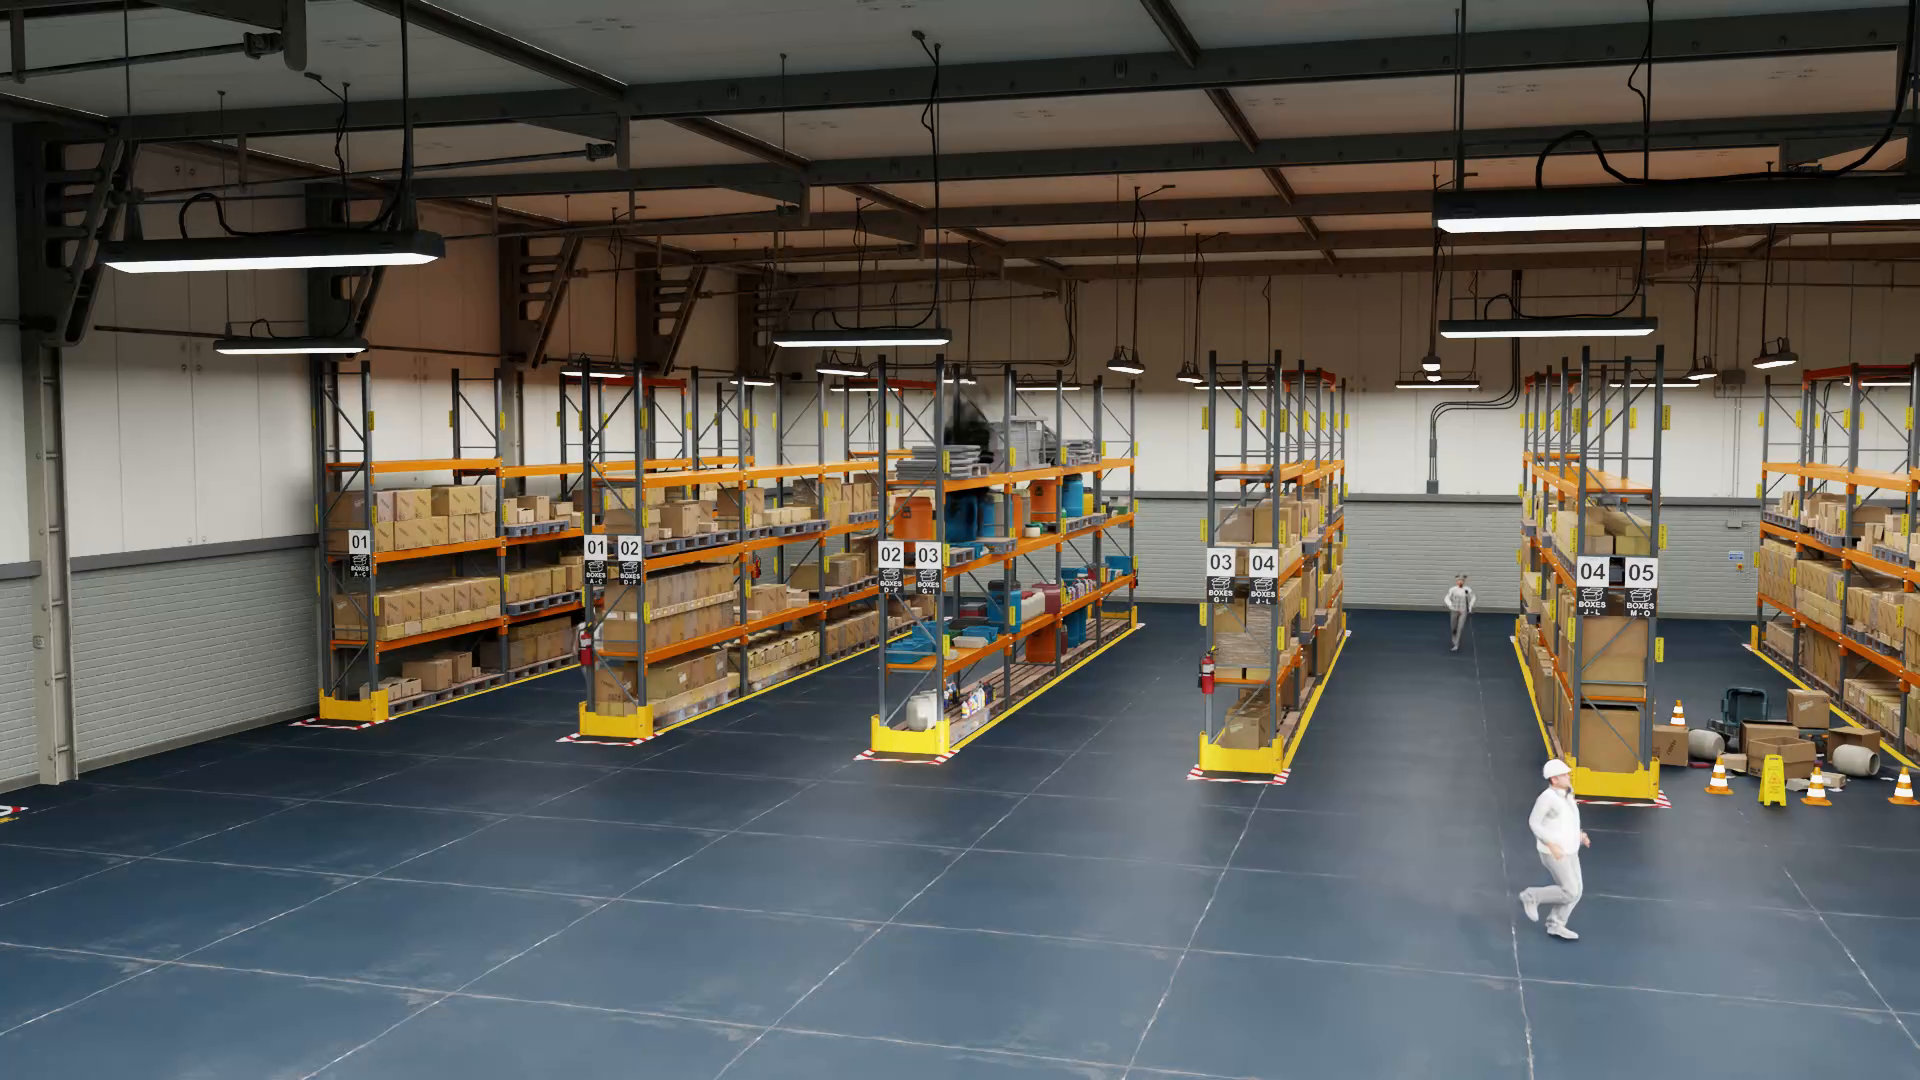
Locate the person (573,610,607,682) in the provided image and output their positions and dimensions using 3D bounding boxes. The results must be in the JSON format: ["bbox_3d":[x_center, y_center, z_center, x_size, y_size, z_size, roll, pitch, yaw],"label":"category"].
[{"bbox_3d":[-6.461,2.048,29.006,0.642,1.756,0.656,1,4,17],"label":"person"}]

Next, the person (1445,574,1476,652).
[{"bbox_3d":[10.952,1.574,36.431,0.646,1.685,0.872,2,4,21],"label":"person"}]

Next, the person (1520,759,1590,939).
[{"bbox_3d":[5.788,2.992,16.161,0.583,1.729,0.665,4,6,44],"label":"person"}]
